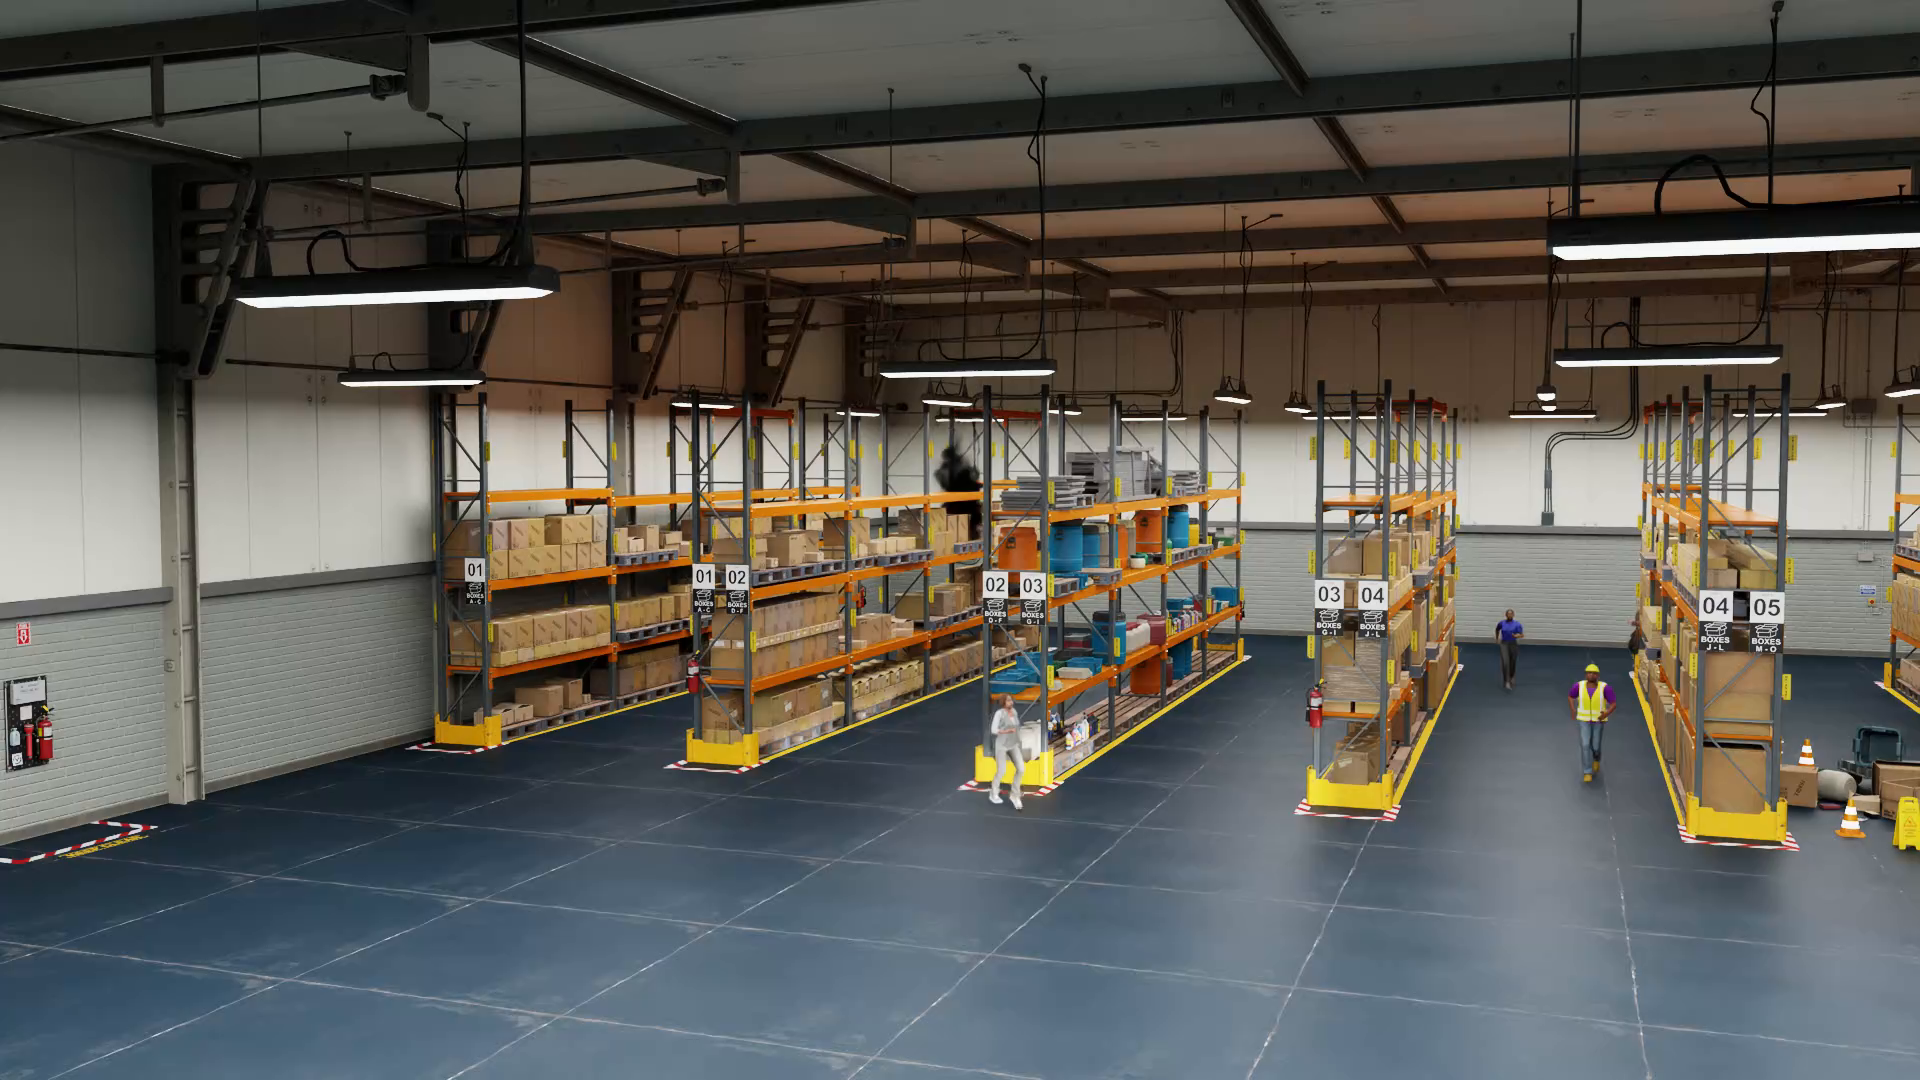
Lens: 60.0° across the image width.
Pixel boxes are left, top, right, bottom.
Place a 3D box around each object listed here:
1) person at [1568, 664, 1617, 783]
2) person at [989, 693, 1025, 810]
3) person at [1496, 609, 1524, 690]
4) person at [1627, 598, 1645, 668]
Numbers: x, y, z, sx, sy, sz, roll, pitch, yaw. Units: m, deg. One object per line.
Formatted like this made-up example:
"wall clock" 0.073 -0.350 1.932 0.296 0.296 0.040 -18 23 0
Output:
"person" 9.655 2.773 25.415 0.706 1.772 0.886 1 3 24
"person" 0.655 2.964 23.337 0.535 1.645 0.634 -2 4 -33
"person" 11.596 2.281 35.094 0.568 1.661 0.915 1 3 17
"person" 15.534 2.145 38.050 0.572 1.676 0.925 1 3 15
